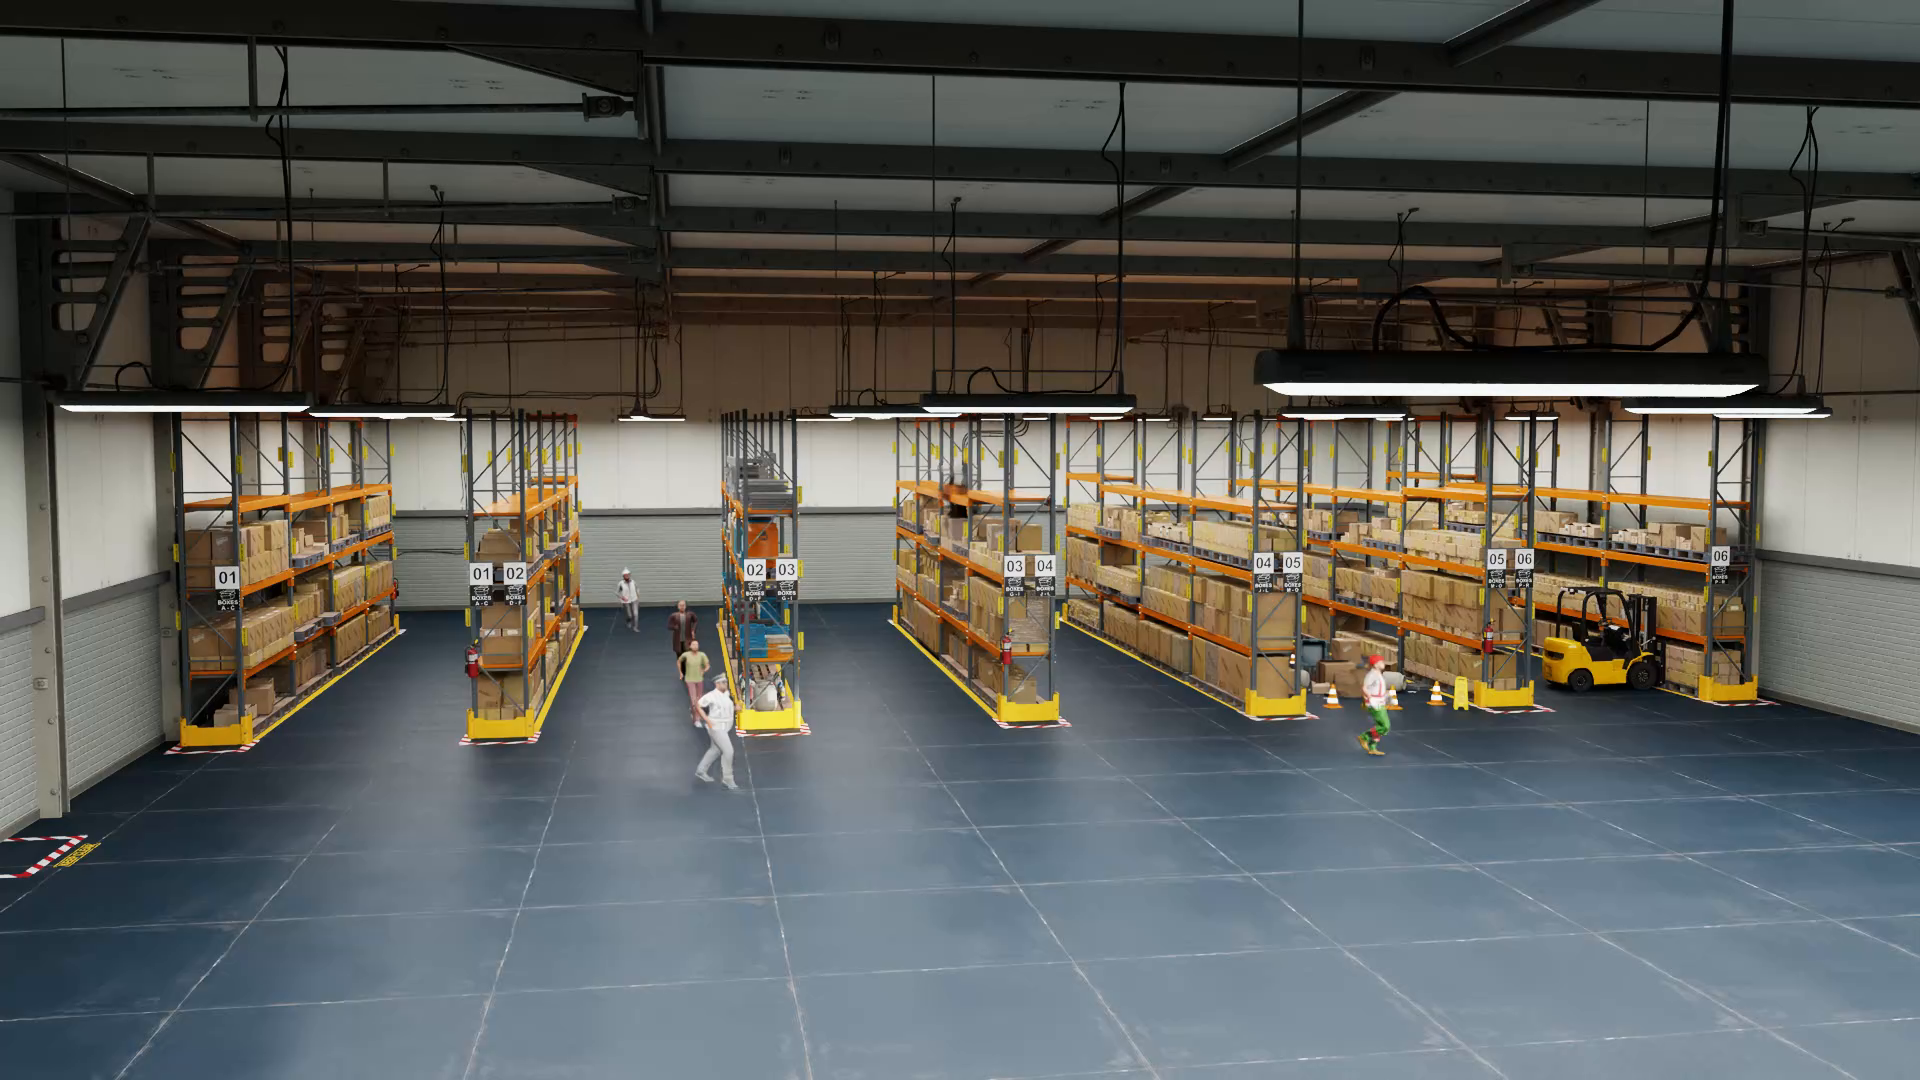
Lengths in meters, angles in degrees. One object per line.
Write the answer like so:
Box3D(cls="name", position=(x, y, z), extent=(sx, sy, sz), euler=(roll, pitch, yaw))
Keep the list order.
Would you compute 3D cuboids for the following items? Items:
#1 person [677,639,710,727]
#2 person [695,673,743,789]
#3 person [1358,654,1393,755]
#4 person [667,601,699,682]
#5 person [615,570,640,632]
Box3D(cls="person", position=(-5.045, 2.673, 31.511), extent=(0.600, 1.646, 0.919), euler=(-1, 4, -19))
Box3D(cls="person", position=(-3.817, 3.015, 26.322), extent=(0.794, 1.856, 0.629), euler=(1, 4, 15))
Box3D(cls="person", position=(7.172, 2.852, 28.725), extent=(0.549, 1.751, 0.690), euler=(2, 4, 26))
Box3D(cls="person", position=(-6.163, 2.264, 36.977), extent=(0.688, 1.834, 0.785), euler=(-1, 4, -8))
Box3D(cls="person", position=(-9.138, 1.676, 45.826), extent=(0.688, 1.709, 0.634), euler=(-2, 5, -30))
